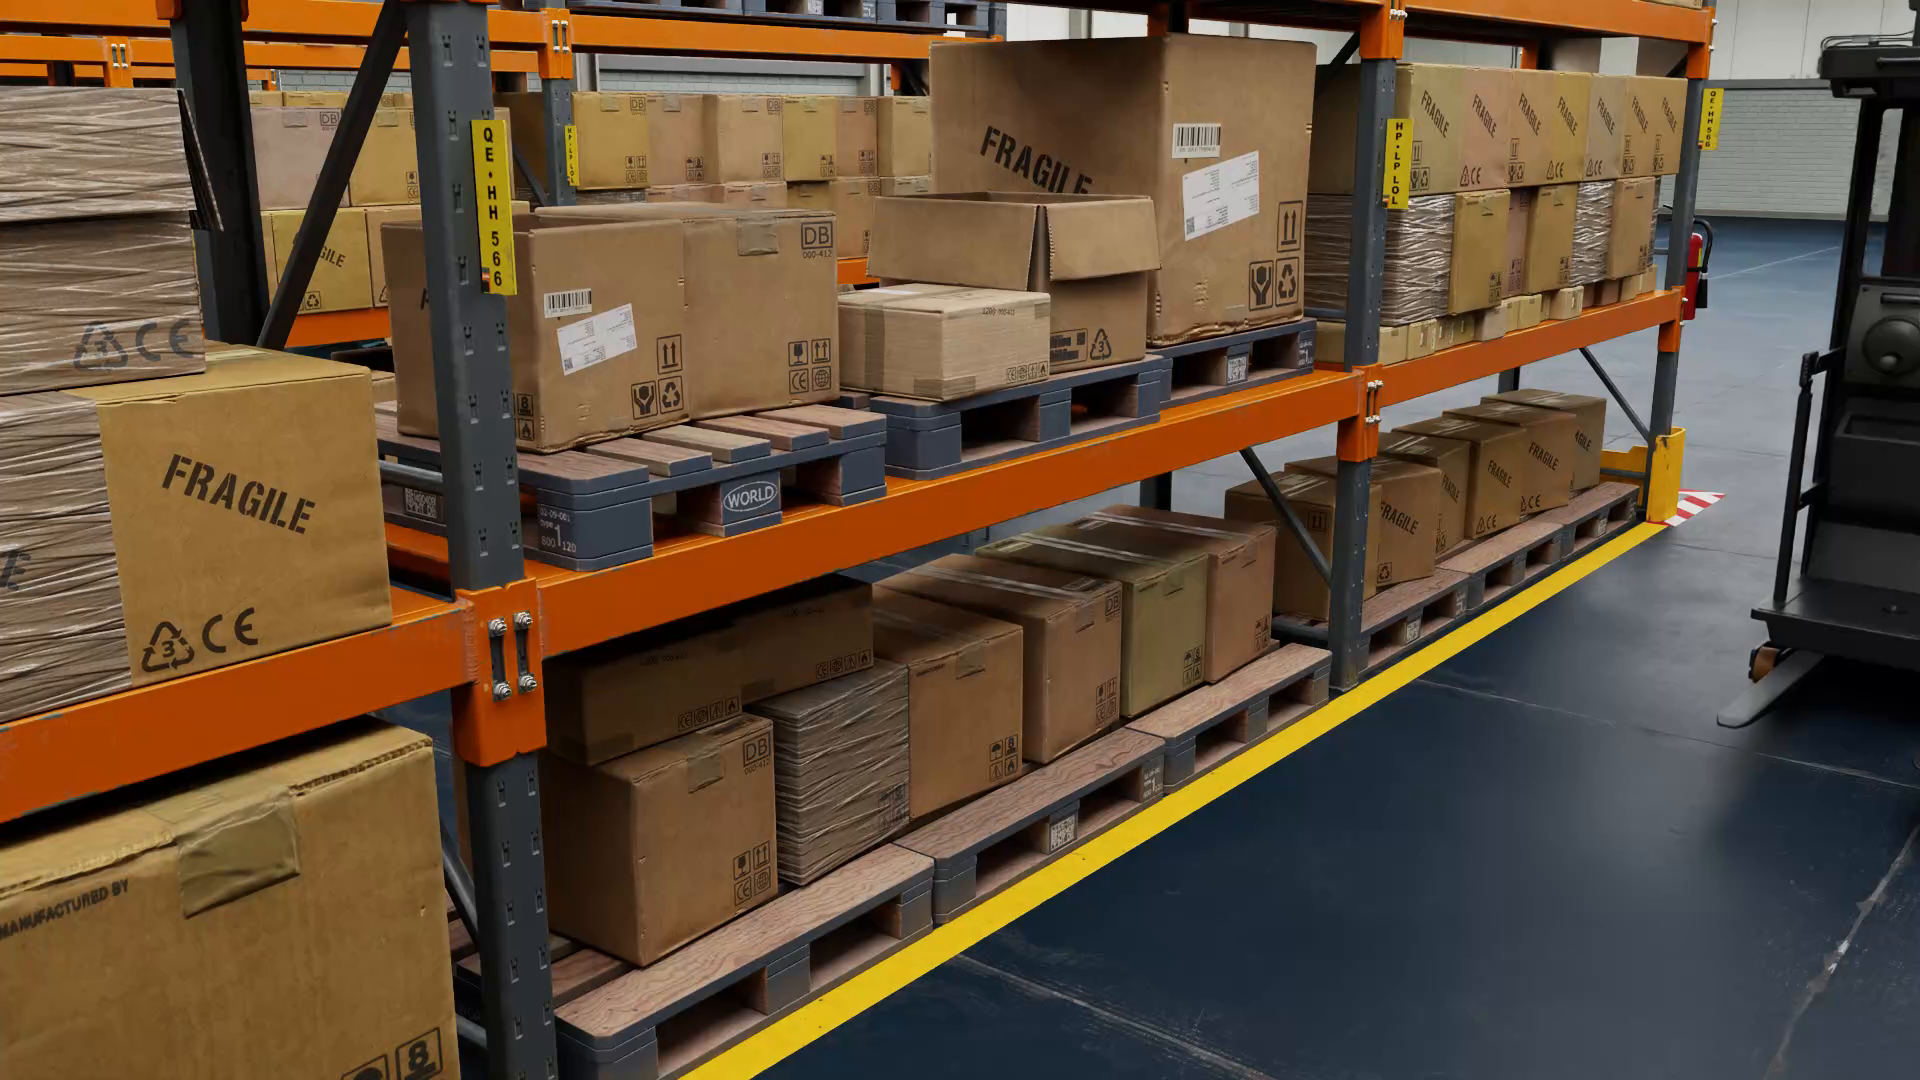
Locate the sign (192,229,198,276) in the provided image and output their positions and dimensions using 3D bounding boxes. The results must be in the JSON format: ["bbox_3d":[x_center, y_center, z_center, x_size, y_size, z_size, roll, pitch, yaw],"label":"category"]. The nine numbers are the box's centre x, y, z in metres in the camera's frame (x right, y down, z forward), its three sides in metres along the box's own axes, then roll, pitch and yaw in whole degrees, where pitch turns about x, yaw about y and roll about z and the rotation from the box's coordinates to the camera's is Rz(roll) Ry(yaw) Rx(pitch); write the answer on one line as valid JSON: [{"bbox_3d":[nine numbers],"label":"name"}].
[{"bbox_3d":[-1.749,-0.761,3.835,0.100,0.325,0.005,11,18,38],"label":"sign"}]

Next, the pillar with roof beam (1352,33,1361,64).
[{"bbox_3d":[13.201,-11.982,38.012,9.100,9.000,0.400,11,18,38],"label":"pillar with roof beam"}]

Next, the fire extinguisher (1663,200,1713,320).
[{"bbox_3d":[4.138,-1.601,9.490,0.296,0.674,0.183,11,18,38],"label":"fire extinguisher"}]

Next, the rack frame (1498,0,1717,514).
[{"bbox_3d":[3.707,-1.688,9.675,1.000,3.000,0.127,11,18,38],"label":"rack frame"}]

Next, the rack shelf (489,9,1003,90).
[{"bbox_3d":[-1.344,-3.197,10.984,1.077,0.370,4.000,11,18,38],"label":"rack shelf"}]

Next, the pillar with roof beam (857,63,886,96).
[{"bbox_3d":[1.888,-8.535,24.442,9.100,9.000,0.400,11,18,38],"label":"pillar with roof beam"}]

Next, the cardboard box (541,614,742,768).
[{"bbox_3d":[-0.923,0.346,4.329,0.500,0.250,0.500,12,19,40],"label":"cardboard box"}]

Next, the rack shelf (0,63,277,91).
[{"bbox_3d":[-9.121,-4.711,16.944,1.077,0.370,4.000,11,18,38],"label":"rack shelf"}]

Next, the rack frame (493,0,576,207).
[{"bbox_3d":[-2.601,-1.709,9.757,1.000,3.000,0.127,11,18,38],"label":"rack frame"}]

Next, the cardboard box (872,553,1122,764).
[{"bbox_3d":[0.125,0.386,5.694,0.700,0.500,0.500,9,17,33],"label":"cardboard box"}]

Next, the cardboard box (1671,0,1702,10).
[{"bbox_3d":[3.602,-2.937,8.806,0.500,0.250,0.500,12,18,39],"label":"cardboard box"}]

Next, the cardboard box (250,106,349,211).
[{"bbox_3d":[-3.548,-1.950,8.474,0.700,0.500,0.500,11,18,38],"label":"cardboard box"}]

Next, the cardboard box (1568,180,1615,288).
[{"bbox_3d":[2.772,-1.576,8.428,0.875,0.500,0.500,11,18,38],"label":"cardboard box"}]

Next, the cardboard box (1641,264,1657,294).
[{"bbox_3d":[3.689,-1.480,9.366,0.380,0.149,0.250,11,18,38],"label":"cardboard box"}]

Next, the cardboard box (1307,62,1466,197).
[{"bbox_3d":[1.674,-1.646,6.672,0.500,0.500,0.500,11,18,38],"label":"cardboard box"}]

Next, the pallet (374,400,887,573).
[{"bbox_3d":[-0.956,-0.216,4.270,1.213,0.211,1.003,11,18,38],"label":"pallet"}]

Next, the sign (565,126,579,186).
[{"bbox_3d":[-2.173,-2.150,9.301,0.100,0.325,0.005,11,18,38],"label":"sign"}]

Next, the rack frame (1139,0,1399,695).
[{"bbox_3d":[1.193,-0.922,6.660,1.000,3.000,0.127,11,18,38],"label":"rack frame"}]

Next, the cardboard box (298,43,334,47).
[{"bbox_3d":[-5.249,-4.043,13.362,0.380,0.149,0.250,11,18,36],"label":"cardboard box"}]

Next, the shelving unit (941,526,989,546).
[{"bbox_3d":[0.009,-0.584,8.986,0.258,1.200,0.189,11,18,38],"label":"shelving unit"}]

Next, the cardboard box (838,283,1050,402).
[{"bbox_3d":[-0.088,-0.572,4.735,0.500,0.250,0.500,11,18,36],"label":"cardboard box"}]

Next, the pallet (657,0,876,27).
[{"bbox_3d":[-1.312,-3.507,10.925,1.003,0.211,1.213,11,18,38],"label":"pallet"}]

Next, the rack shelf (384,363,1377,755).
[{"bbox_3d":[-0.064,-0.190,5.241,1.077,0.370,4.000,11,18,38],"label":"rack shelf"}]

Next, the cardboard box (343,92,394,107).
[{"bbox_3d":[-5.138,-3.484,13.906,0.700,0.500,0.500,11,18,37],"label":"cardboard box"}]

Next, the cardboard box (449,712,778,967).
[{"bbox_3d":[-0.915,0.711,4.415,0.700,0.500,0.500,10,17,35],"label":"cardboard box"}]

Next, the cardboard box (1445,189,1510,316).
[{"bbox_3d":[1.866,-1.281,7.268,0.875,0.500,0.500,11,18,38],"label":"cardboard box"}]

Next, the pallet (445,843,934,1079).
[{"bbox_3d":[-0.828,1.046,4.576,1.003,0.211,1.213,11,18,38],"label":"pallet"}]

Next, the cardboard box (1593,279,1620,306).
[{"bbox_3d":[3.245,-1.331,8.779,0.380,0.149,0.250,11,18,38],"label":"cardboard box"}]

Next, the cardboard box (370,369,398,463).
[{"bbox_3d":[-3.530,-0.505,8.735,1.050,0.750,0.750,11,18,38],"label":"cardboard box"}]

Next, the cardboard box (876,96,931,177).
[{"bbox_3d":[-0.624,-2.886,11.895,0.875,0.550,0.550,11,18,38],"label":"cardboard box"}]

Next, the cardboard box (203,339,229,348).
[{"bbox_3d":[-1.838,-0.153,3.431,0.500,0.500,0.500,12,19,39],"label":"cardboard box"}]

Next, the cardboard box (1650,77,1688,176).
[{"bbox_3d":[3.554,-2.222,8.938,0.500,0.500,0.500,11,18,38],"label":"cardboard box"}]

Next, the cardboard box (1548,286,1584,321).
[{"bbox_3d":[2.828,-1.176,8.171,0.380,0.149,0.250,11,18,38],"label":"cardboard box"}]

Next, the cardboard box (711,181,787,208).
[{"bbox_3d":[-1.619,-2.048,10.788,0.875,0.550,0.550,11,18,38],"label":"cardboard box"}]

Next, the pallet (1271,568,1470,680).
[{"bbox_3d":[1.588,0.295,7.531,1.003,0.211,1.213,11,18,38],"label":"pallet"}]

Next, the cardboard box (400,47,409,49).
[{"bbox_3d":[-4.834,-4.201,13.986,0.380,0.149,0.250,11,18,36],"label":"cardboard box"}]

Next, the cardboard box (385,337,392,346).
[{"bbox_3d":[-4.956,-1.697,14.442,0.500,0.250,0.500,10,18,36],"label":"cardboard box"}]

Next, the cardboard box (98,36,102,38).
[{"bbox_3d":[-6.554,-3.895,12.782,0.380,0.149,0.250,11,18,38],"label":"cardboard box"}]

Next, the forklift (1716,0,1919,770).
[{"bbox_3d":[3.854,-0.800,6.319,1.130,2.935,3.031,12,19,39],"label":"forklift"}]

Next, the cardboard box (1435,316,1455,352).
[{"bbox_3d":[1.865,-0.893,7.056,0.380,0.149,0.250,11,18,38],"label":"cardboard box"}]

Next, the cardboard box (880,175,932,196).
[{"bbox_3d":[-0.614,-2.361,12.019,0.875,0.550,0.550,11,18,38],"label":"cardboard box"}]

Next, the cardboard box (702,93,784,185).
[{"bbox_3d":[-1.641,-2.576,10.672,0.875,0.550,0.550,11,18,38],"label":"cardboard box"}]

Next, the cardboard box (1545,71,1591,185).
[{"bbox_3d":[2.607,-1.935,7.810,0.500,0.500,0.500,11,18,38],"label":"cardboard box"}]

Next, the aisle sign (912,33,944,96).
[{"bbox_3d":[-0.276,-3.795,12.689,0.394,0.787,0.004,11,18,38],"label":"aisle sign"}]

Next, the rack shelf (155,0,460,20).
[{"bbox_3d":[-2.578,-0.878,1.856,1.077,0.370,4.000,11,18,38],"label":"rack shelf"}]

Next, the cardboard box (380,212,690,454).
[{"bbox_3d":[-1.012,-0.517,4.012,0.500,0.500,0.500,9,17,31],"label":"cardboard box"}]

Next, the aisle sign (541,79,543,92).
[{"bbox_3d":[-3.736,-4.448,15.262,0.394,0.787,0.004,11,18,38],"label":"aisle sign"}]

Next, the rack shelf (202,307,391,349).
[{"bbox_3d":[-3.858,-0.977,8.338,1.077,0.370,4.000,11,18,38],"label":"rack shelf"}]

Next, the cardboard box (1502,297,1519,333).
[{"bbox_3d":[2.329,-1.038,7.627,0.380,0.149,0.250,11,18,38],"label":"cardboard box"}]

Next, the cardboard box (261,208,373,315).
[{"bbox_3d":[-3.356,-1.422,8.427,0.500,0.500,0.500,11,18,38],"label":"cardboard box"}]

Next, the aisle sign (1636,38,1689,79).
[{"bbox_3d":[3.980,-2.913,9.219,0.394,0.787,0.004,11,18,38],"label":"aisle sign"}]

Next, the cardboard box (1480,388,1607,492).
[{"bbox_3d":[3.302,-0.563,9.471,0.500,0.500,0.500,-12,18,-39],"label":"cardboard box"}]

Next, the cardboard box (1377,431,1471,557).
[{"bbox_3d":[2.159,-0.226,8.145,0.500,0.500,0.500,9,17,33],"label":"cardboard box"}]
